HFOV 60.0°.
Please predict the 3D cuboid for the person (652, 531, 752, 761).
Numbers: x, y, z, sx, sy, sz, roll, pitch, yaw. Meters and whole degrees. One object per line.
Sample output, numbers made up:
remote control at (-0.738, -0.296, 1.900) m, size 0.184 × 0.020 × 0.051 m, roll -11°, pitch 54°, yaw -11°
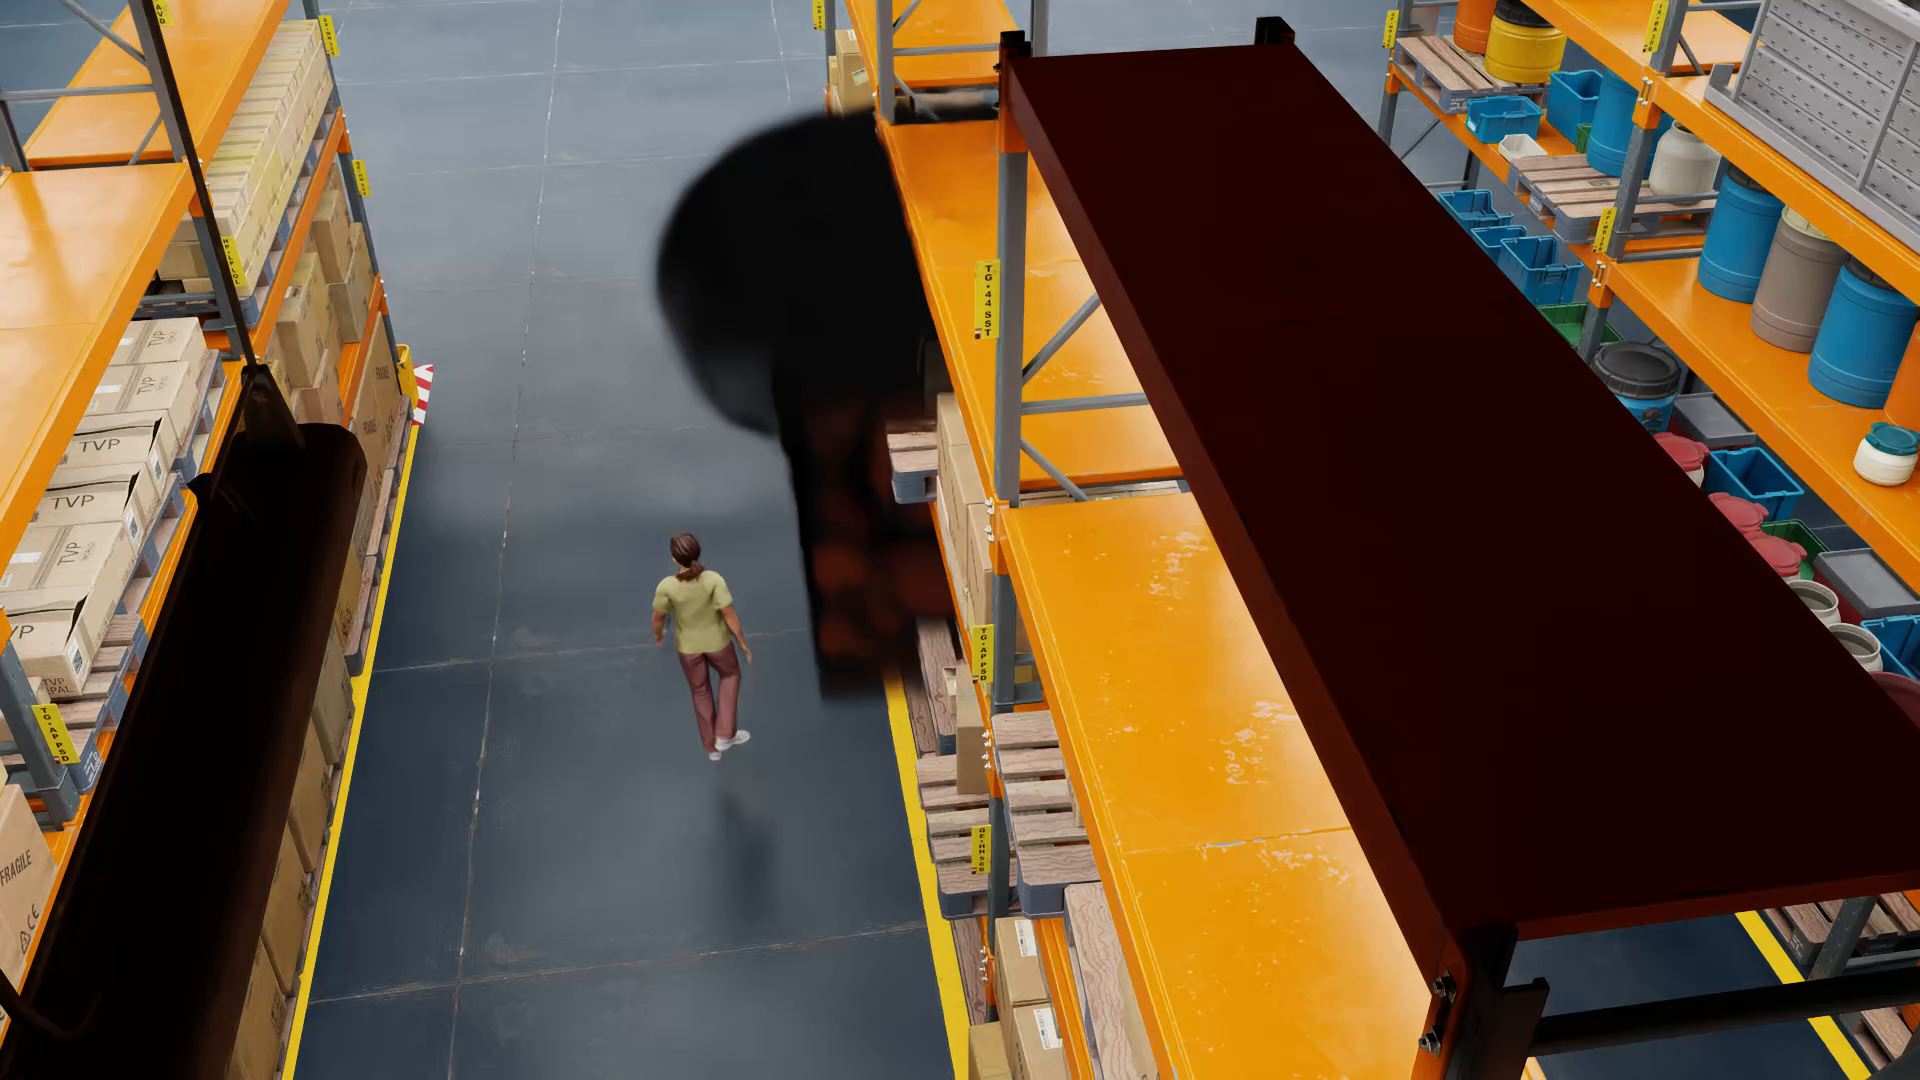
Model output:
person at (-1.646, 0.692, 10.630) m, size 0.612 × 1.651 × 0.463 m, roll -5°, pitch 37°, yaw -7°
